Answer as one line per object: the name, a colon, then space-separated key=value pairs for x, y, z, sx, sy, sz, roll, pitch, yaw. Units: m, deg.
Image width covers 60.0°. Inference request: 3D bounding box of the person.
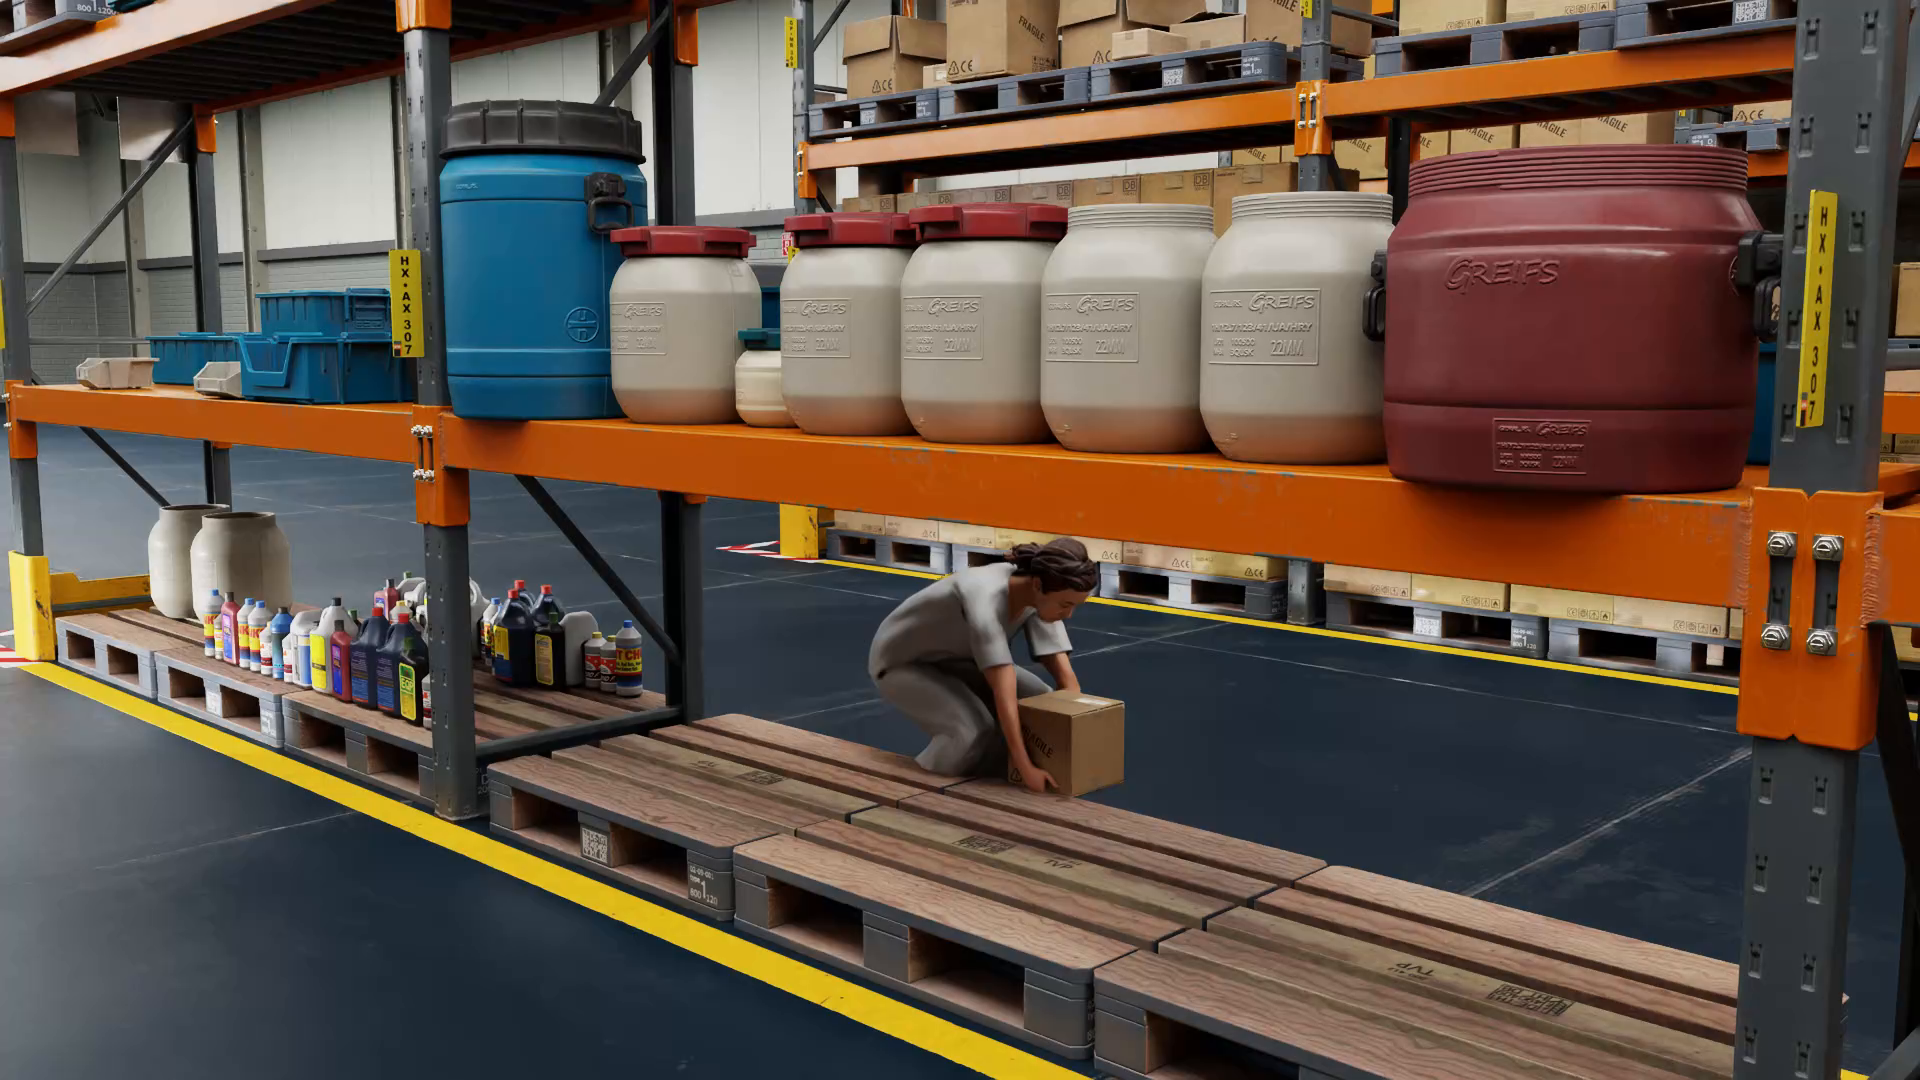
person: x=0.084 y=0.442 z=5.215 sx=0.829 sy=0.942 sz=0.458 roll=6 pitch=10 yaw=42
